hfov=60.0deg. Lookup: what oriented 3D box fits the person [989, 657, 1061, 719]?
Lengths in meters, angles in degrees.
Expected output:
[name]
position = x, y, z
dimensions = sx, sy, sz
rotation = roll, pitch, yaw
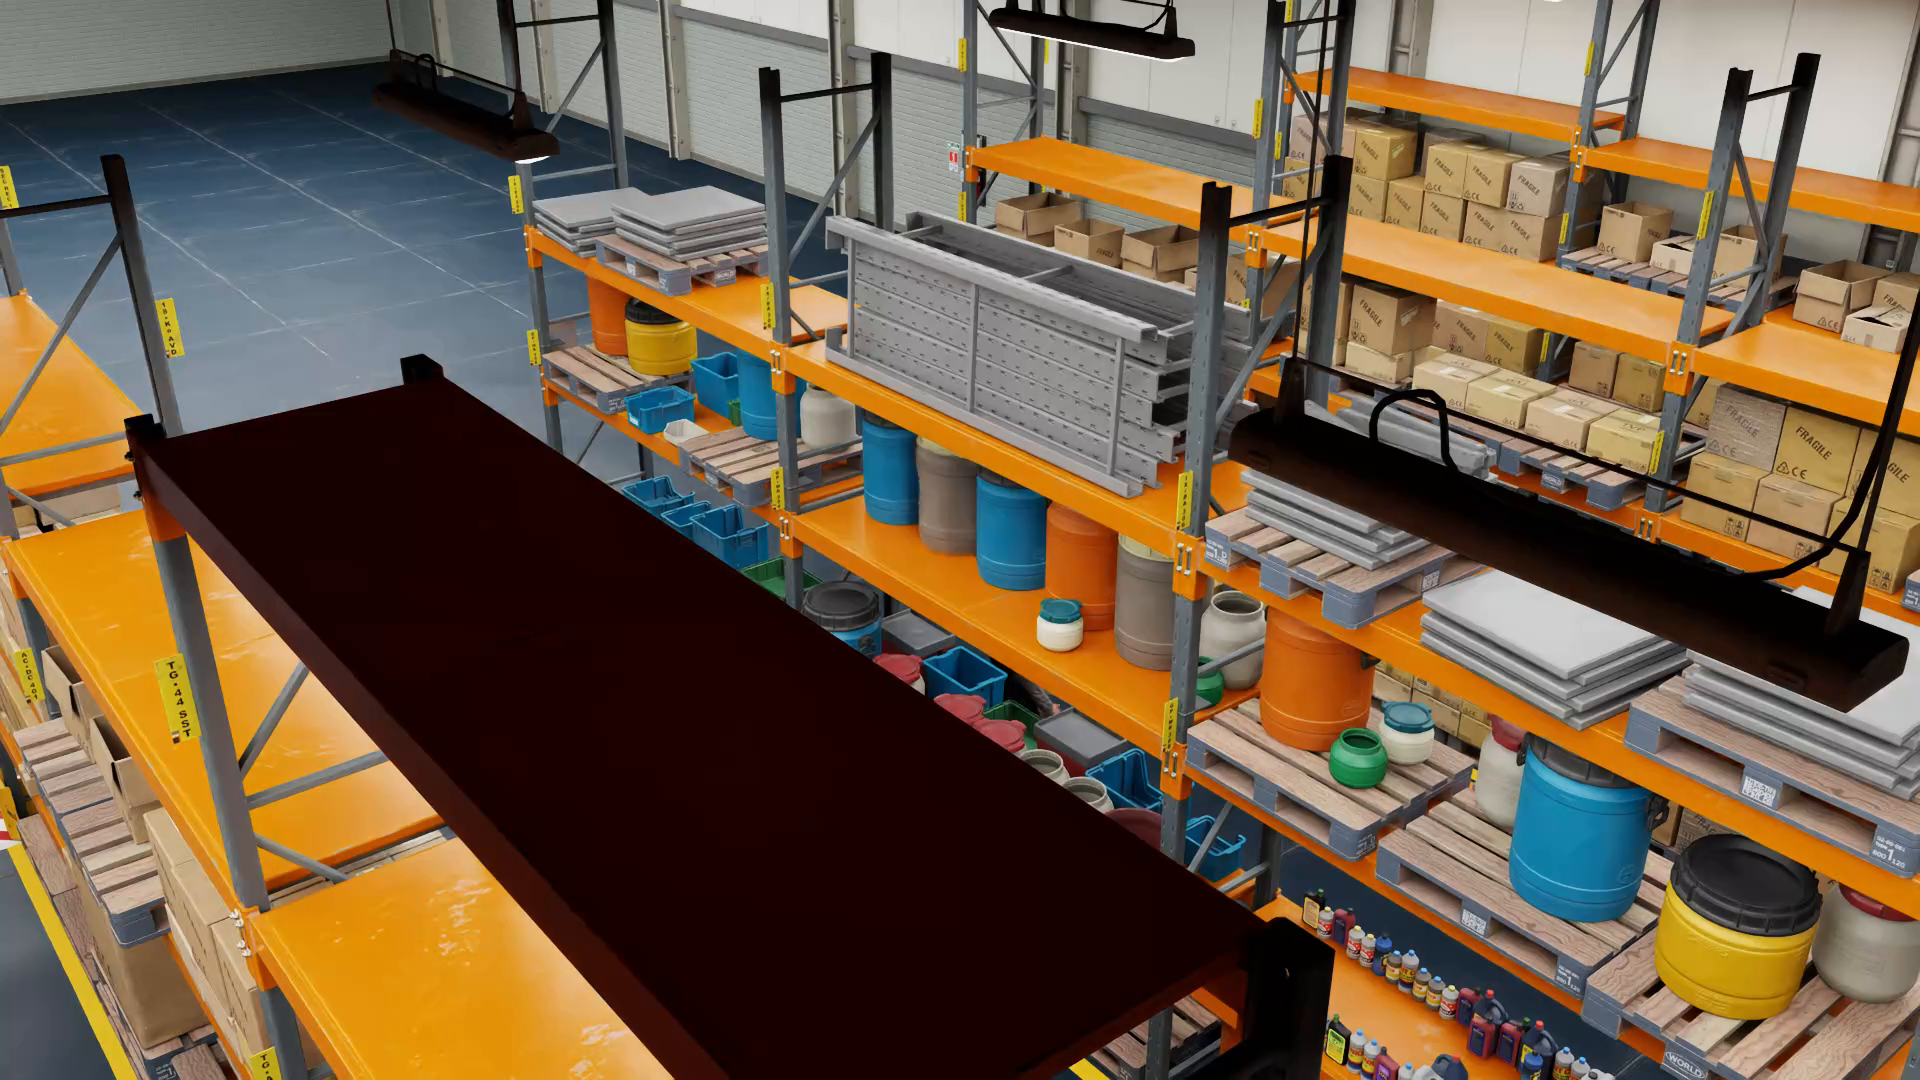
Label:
[person]
position = 0.530, 1.293, 13.225
dimensions = 1.069, 1.565, 0.569
rotation = -10, 28, -20
